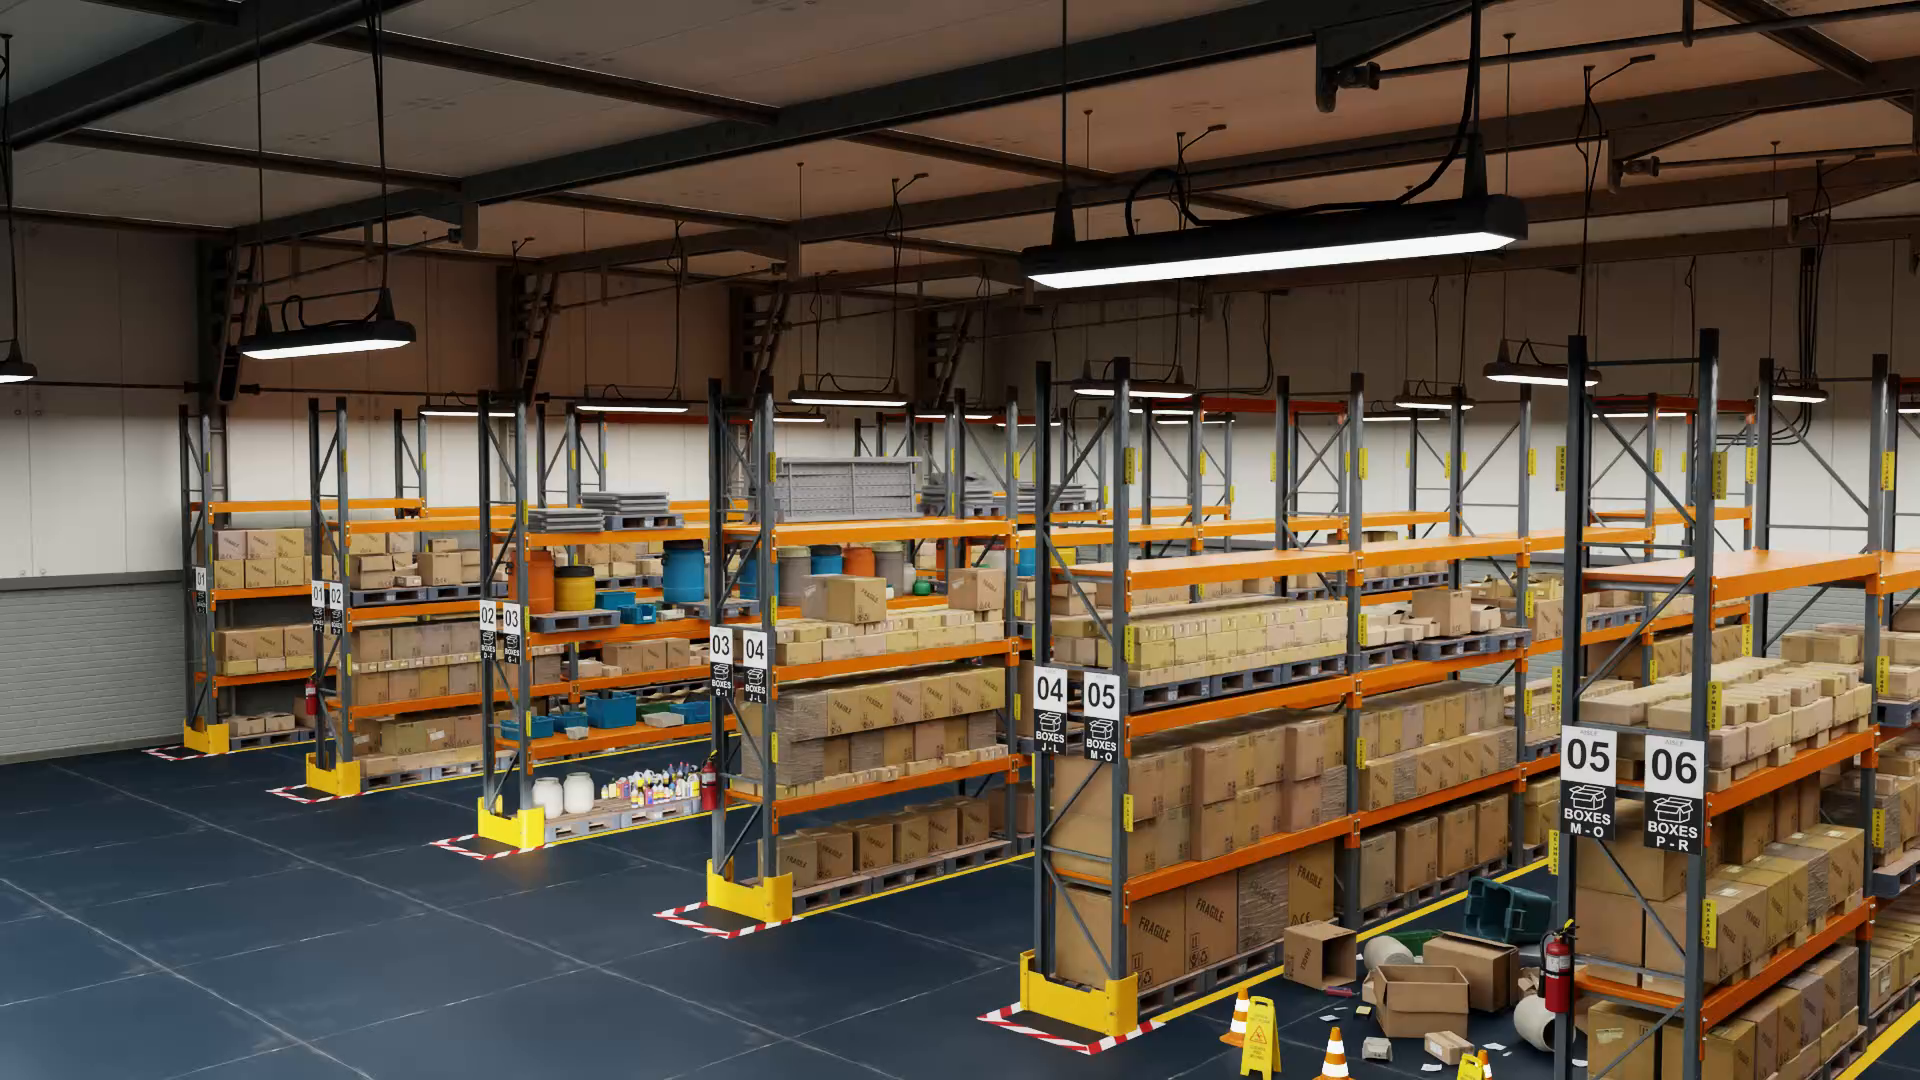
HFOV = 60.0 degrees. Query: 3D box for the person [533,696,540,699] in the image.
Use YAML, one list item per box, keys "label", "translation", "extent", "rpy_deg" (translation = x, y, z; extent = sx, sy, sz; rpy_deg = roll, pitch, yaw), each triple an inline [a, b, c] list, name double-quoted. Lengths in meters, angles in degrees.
- label: "person"
  translation: [-8.021, 2.717, 30.956]
  extent: [0.606, 1.809, 0.387]
  rpy_deg: [-3, 4, -43]
